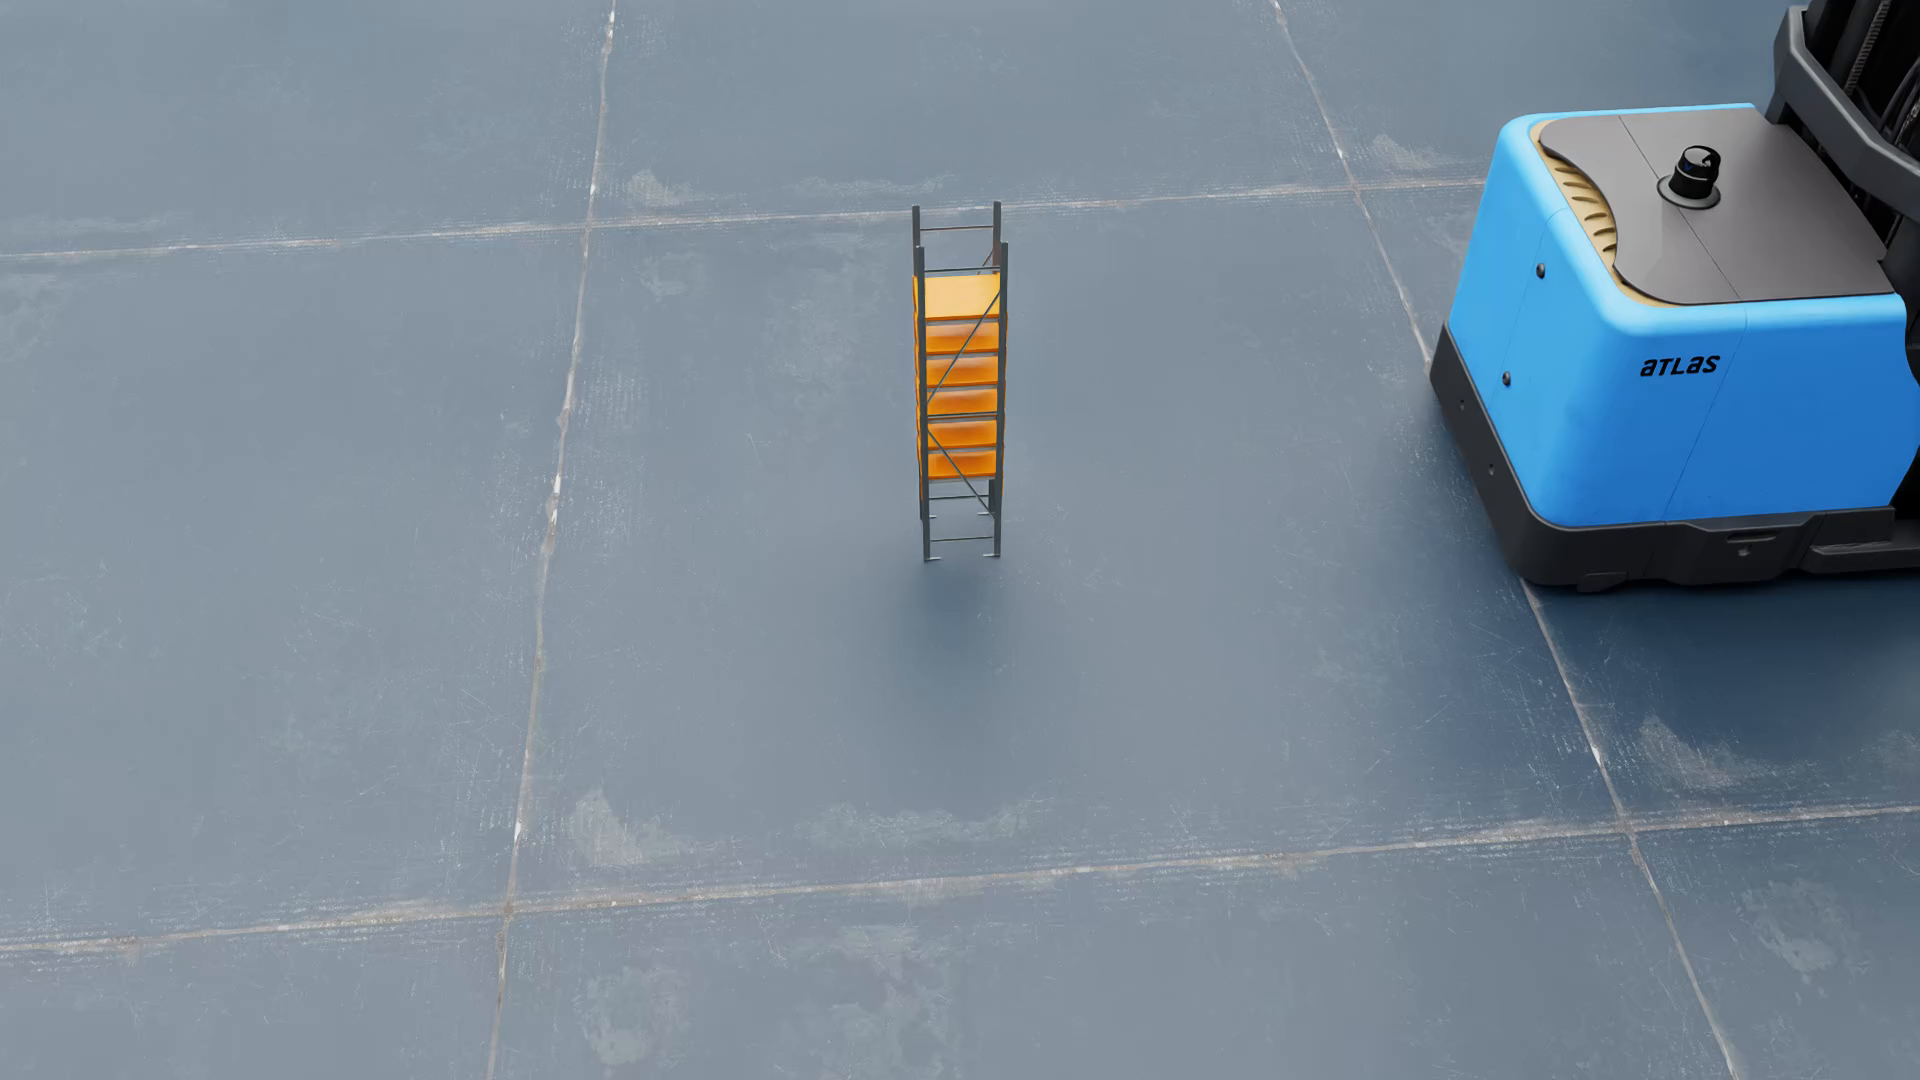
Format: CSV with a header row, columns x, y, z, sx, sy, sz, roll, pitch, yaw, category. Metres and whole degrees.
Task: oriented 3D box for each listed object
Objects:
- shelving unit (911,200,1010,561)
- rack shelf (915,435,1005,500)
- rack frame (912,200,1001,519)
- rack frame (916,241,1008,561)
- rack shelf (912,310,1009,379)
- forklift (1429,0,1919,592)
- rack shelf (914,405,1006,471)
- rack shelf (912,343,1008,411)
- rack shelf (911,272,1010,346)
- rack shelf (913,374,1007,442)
x,y,z,sx,sy,sz,roll,pitch,yaw,category
-0.001,-0.423,4.824,0.258,1.200,0.189,-3,47,-3,shelving unit
-0.001,-0.227,5.031,0.258,0.103,0.180,-3,47,-3,rack shelf
-0.009,-0.489,4.887,0.240,1.200,0.006,-3,47,-3,rack frame
0.006,-0.357,4.762,0.240,1.200,0.006,-3,47,-3,rack frame
-0.001,-0.558,4.682,0.258,0.103,0.180,-3,47,-3,rack shelf
3.147,-1.294,4.457,3.031,2.935,1.130,-4,47,-4,forklift
-0.001,-0.310,4.944,0.258,0.103,0.180,-3,47,-3,rack shelf
-0.001,-0.475,4.769,0.258,0.103,0.180,-3,47,-3,rack shelf
-0.001,-0.640,4.595,0.258,0.103,0.180,-3,47,-3,rack shelf
-0.001,-0.392,4.857,0.258,0.103,0.180,-3,47,-3,rack shelf
